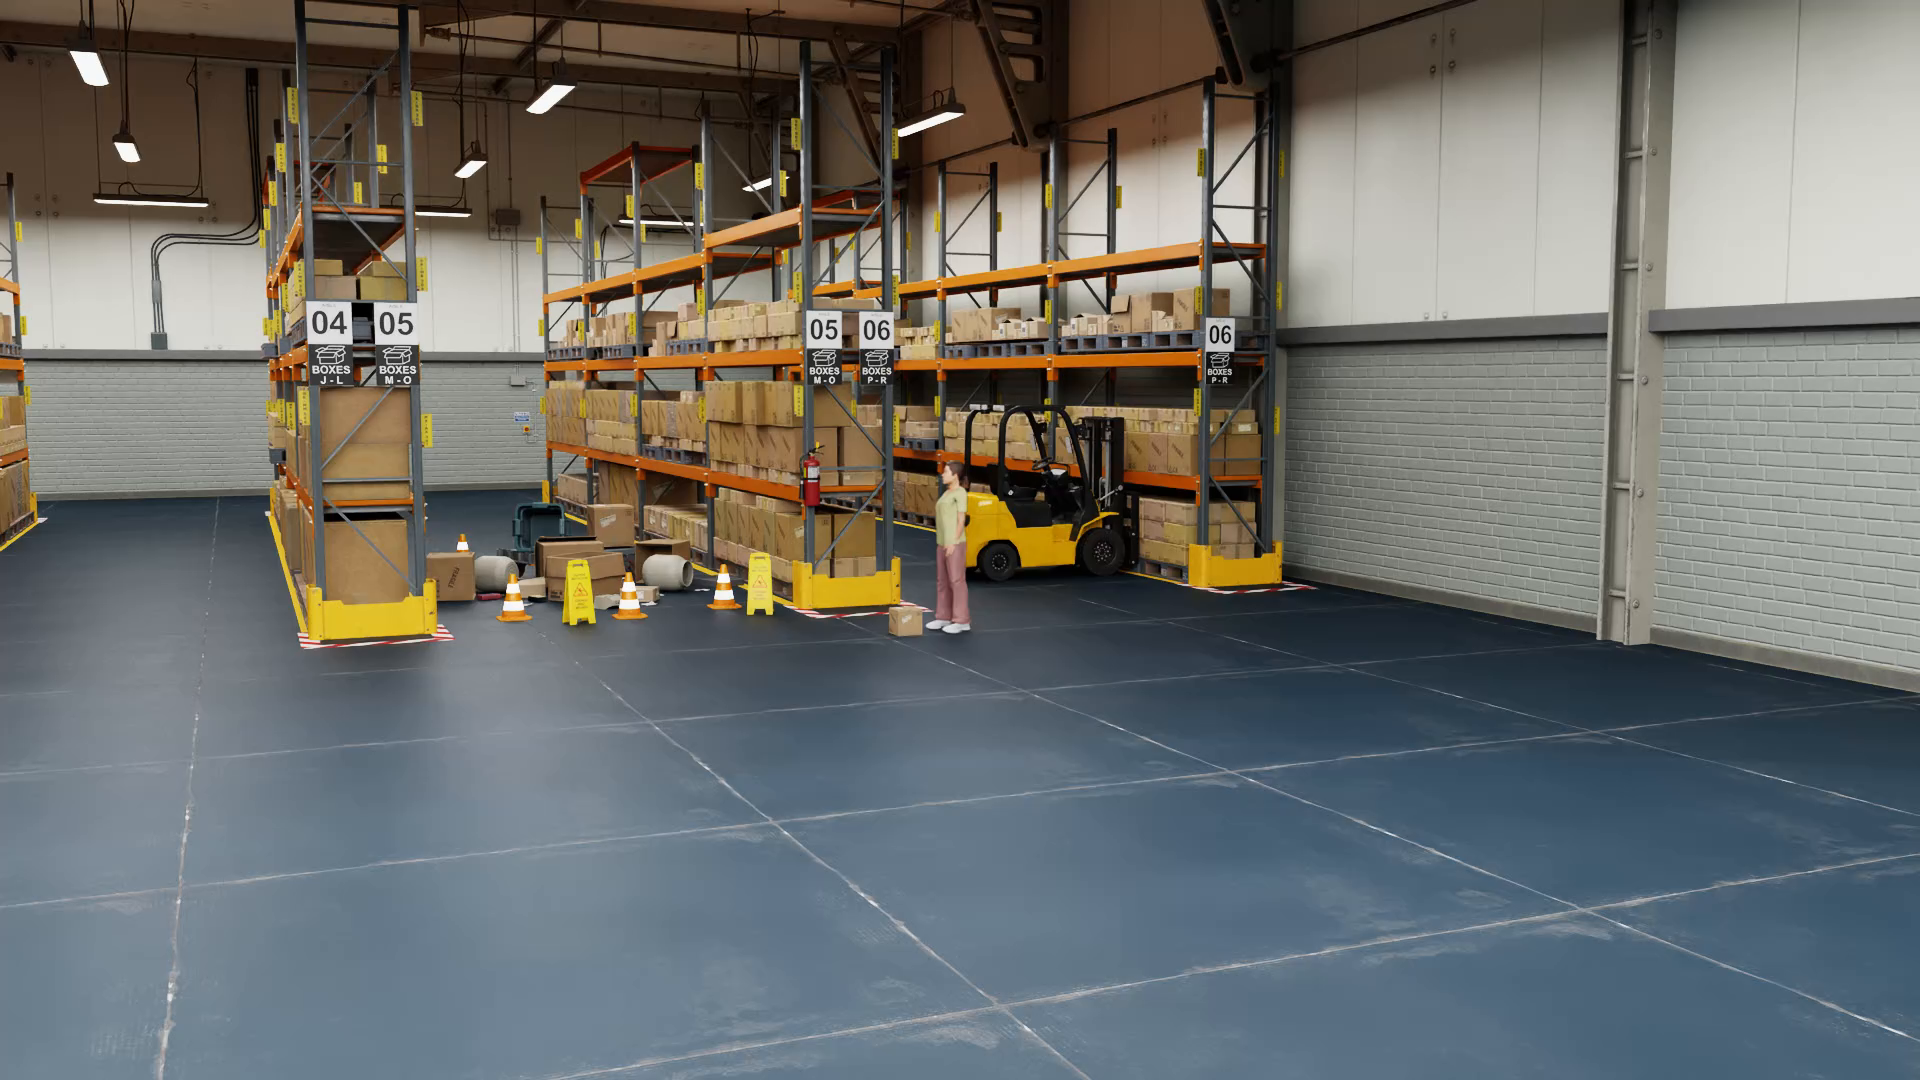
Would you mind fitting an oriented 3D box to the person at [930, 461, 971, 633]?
[{"bbox_3d":[-0.077,0.064,16.300,0.374,1.673,0.438,-2,6,-23],"label":"person"}]
